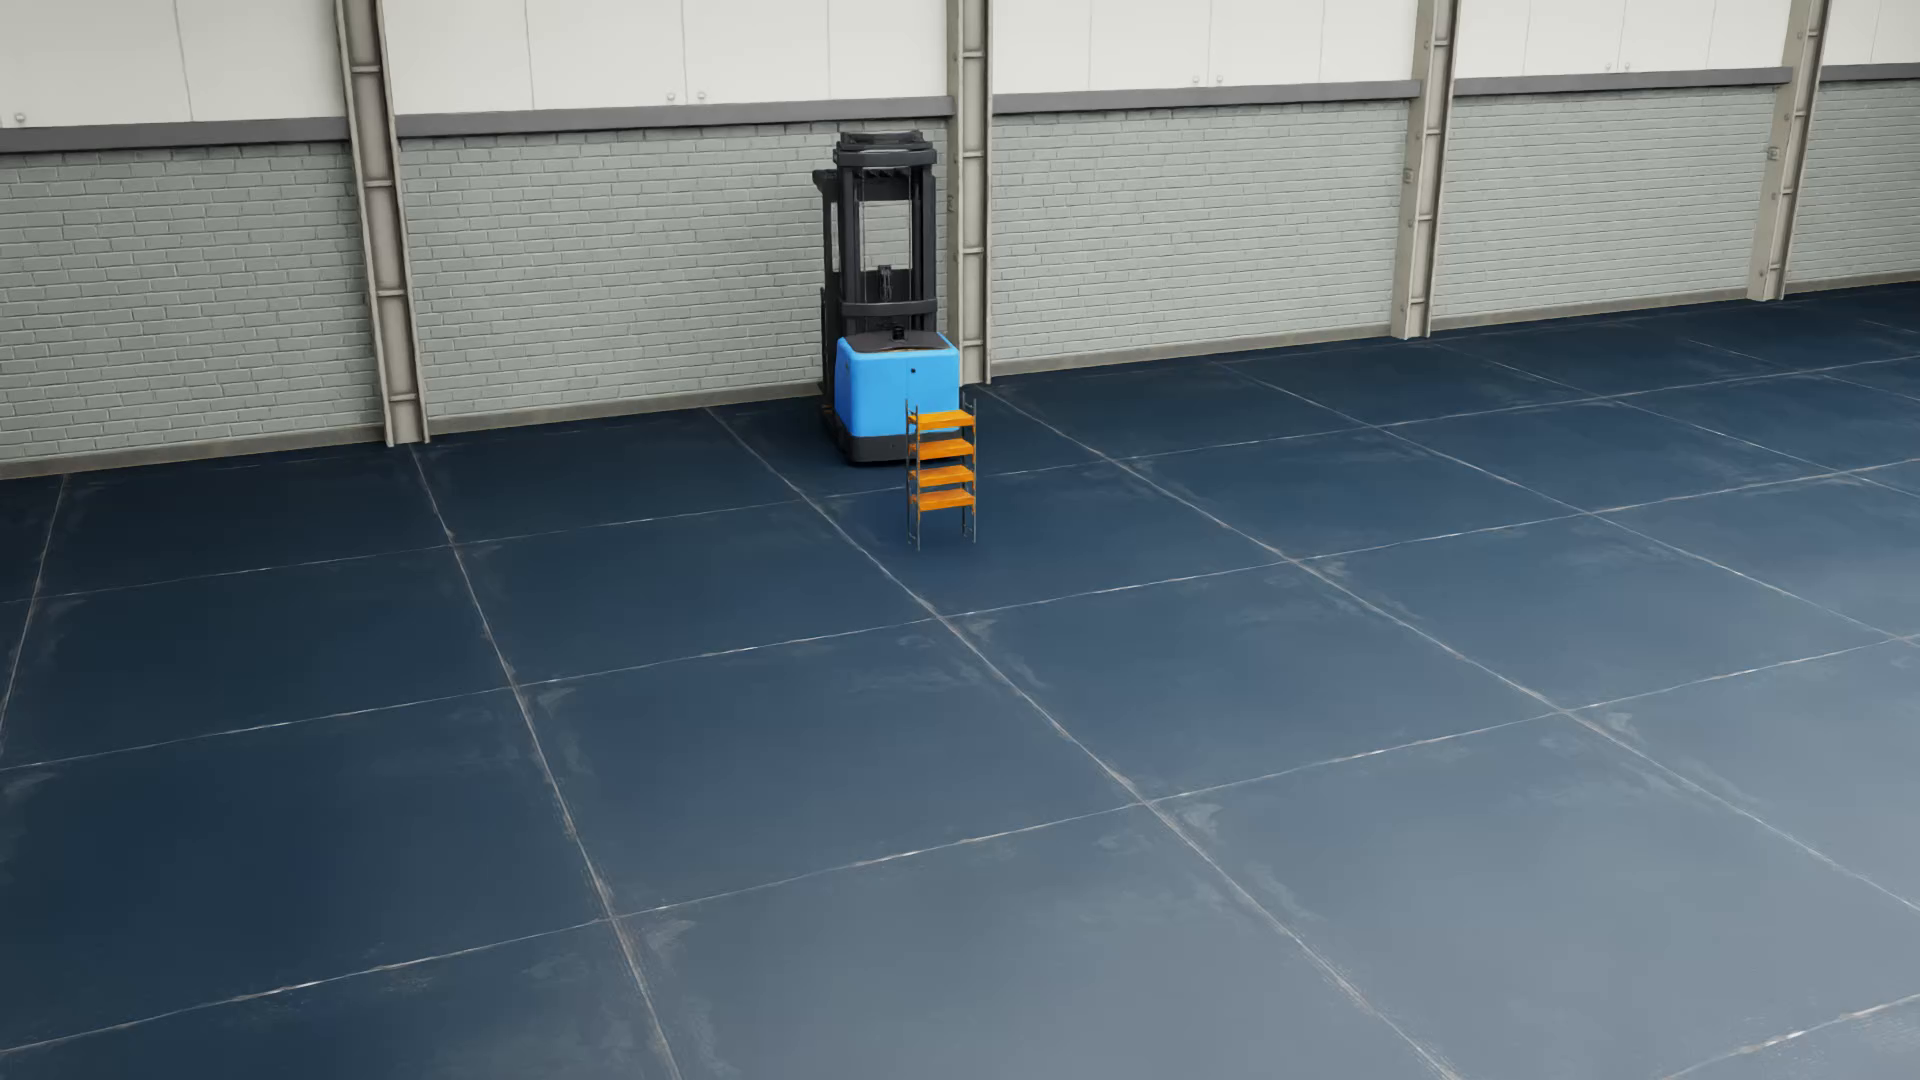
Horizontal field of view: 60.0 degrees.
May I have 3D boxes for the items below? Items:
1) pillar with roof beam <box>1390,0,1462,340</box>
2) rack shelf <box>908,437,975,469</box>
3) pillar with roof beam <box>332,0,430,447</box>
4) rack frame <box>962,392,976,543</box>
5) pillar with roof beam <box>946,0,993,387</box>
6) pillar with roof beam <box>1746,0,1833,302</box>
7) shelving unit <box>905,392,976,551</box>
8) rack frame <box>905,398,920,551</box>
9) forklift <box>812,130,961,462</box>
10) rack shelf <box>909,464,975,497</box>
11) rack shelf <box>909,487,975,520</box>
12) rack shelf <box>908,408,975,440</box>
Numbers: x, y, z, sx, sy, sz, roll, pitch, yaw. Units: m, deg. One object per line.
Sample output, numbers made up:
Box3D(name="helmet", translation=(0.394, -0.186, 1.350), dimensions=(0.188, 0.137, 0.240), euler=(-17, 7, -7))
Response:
Box3D(name="pillar with roof beam", translation=(7.315, -5.481, 15.539), dimensions=(0.400, 9.000, 9.100), euler=(-8, 21, -22))
Box3D(name="rack shelf", translation=(-0.152, -0.692, 13.209), dimensions=(0.480, 0.148, 0.258), euler=(-8, 21, -22))
Box3D(name="pillar with roof beam", translation=(-3.703, -3.903, 11.056), dimensions=(0.400, 9.000, 9.100), euler=(-8, 21, -22))
Box3D(name="rack frame", translation=(0.072, -0.576, 13.352), dimensions=(0.015, 1.200, 0.240), euler=(-8, 21, -22))
Box3D(name="pillar with roof beam", translation=(1.806, -4.692, 13.298), dimensions=(0.400, 9.000, 9.100), euler=(-8, 21, -22))
Box3D(name="pillar with roof beam", translation=(12.825, -6.270, 17.781), dimensions=(0.400, 9.000, 9.100), euler=(-8, 21, -22))
Box3D(name="shelving unit", translation=(-0.152, -0.544, 13.261), dimensions=(0.503, 1.200, 0.258), euler=(-8, 21, -22))
Box3D(name="rack frame", translation=(-0.376, -0.512, 13.170), dimensions=(0.015, 1.200, 0.240), euler=(-8, 21, -22))
Box3D(name="forklift", translation=(-0.827, -2.557, 16.370), dimensions=(1.130, 2.935, 3.031), euler=(-4, 20, -12))
Box3D(name="rack shelf", translation=(-0.152, -0.481, 13.283), dimensions=(0.480, 0.148, 0.258), euler=(-8, 21, -22))
Box3D(name="rack shelf", translation=(-0.152, -0.293, 13.349), dimensions=(0.480, 0.148, 0.258), euler=(-8, 21, -22))
Box3D(name="rack shelf", translation=(-0.152, -0.915, 13.130), dimensions=(0.480, 0.148, 0.258), euler=(-8, 21, -22))
